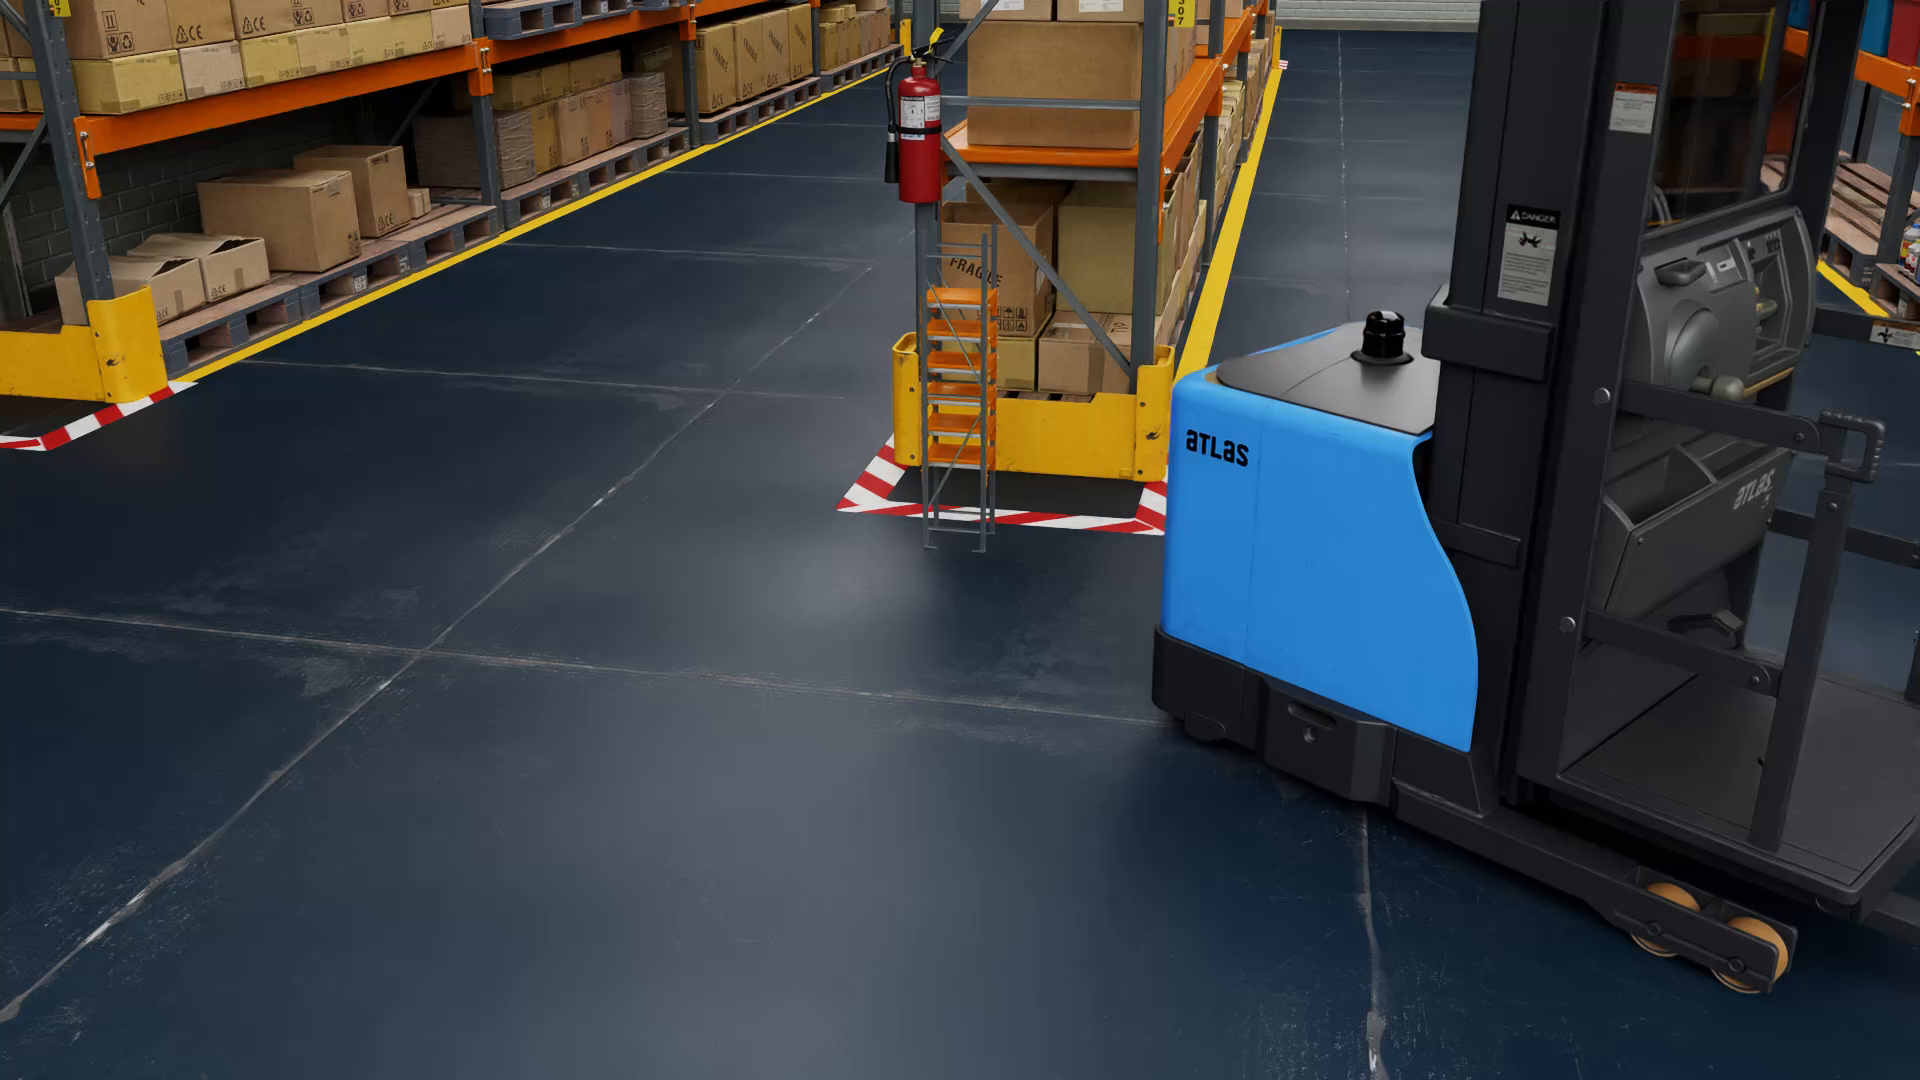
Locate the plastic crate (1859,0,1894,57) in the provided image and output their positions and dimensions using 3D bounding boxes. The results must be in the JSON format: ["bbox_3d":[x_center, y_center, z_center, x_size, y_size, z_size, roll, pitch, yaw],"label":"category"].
[{"bbox_3d":[5.900,-3.249,10.428,0.392,0.384,0.575,4,22,11],"label":"plastic crate"}]

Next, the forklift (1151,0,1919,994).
[{"bbox_3d":[1.959,-0.545,3.784,1.130,2.935,3.031,-20,29,-40],"label":"forklift"}]

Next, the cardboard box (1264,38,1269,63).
[{"bbox_3d":[3.486,-5.963,20.236,0.500,0.250,0.500,4,22,11],"label":"cardboard box"}]

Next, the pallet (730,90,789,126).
[{"bbox_3d":[-2.418,-4.482,17.199,1.003,0.211,1.213,4,22,11],"label":"pallet"}]

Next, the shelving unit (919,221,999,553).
[{"bbox_3d":[-0.003,-0.551,6.116,0.258,1.200,0.189,4,22,11],"label":"shelving unit"}]

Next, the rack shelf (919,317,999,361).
[{"bbox_3d":[-0.003,-0.733,6.043,0.258,0.103,0.180,4,22,11],"label":"rack shelf"}]

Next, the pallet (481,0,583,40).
[{"bbox_3d":[-3.421,-3.764,11.941,1.003,0.211,1.213,4,22,11],"label":"pallet"}]

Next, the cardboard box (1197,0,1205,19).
[{"bbox_3d":[1.411,-3.727,11.459,0.500,0.500,0.500,6,23,15],"label":"cardboard box"}]

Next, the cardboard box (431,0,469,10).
[{"bbox_3d":[-3.513,-3.676,10.636,0.500,0.500,0.500,4,22,11],"label":"cardboard box"}]

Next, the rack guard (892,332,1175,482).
[{"bbox_3d":[0.310,-0.577,7.118,1.175,0.500,0.348,4,22,11],"label":"rack guard"}]

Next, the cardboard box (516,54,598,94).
[{"bbox_3d":[-3.277,-3.781,13.479,0.500,0.250,0.500,4,22,11],"label":"cardboard box"}]

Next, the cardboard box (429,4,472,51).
[{"bbox_3d":[-3.520,-3.328,10.776,0.500,0.250,0.500,5,22,11],"label":"cardboard box"}]

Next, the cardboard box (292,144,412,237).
[{"bbox_3d":[-3.892,-2.247,10.674,0.500,0.500,0.500,3,22,7],"label":"cardboard box"}]

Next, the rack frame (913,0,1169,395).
[{"bbox_3d":[0.314,-1.746,6.673,1.000,3.000,0.127,4,22,11],"label":"rack frame"}]

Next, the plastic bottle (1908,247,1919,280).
[{"bbox_3d":[5.443,-1.578,9.413,0.097,0.201,0.097,0,22,0],"label":"plastic bottle"}]

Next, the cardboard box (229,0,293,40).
[{"bbox_3d":[-3.922,-2.930,8.783,0.500,0.500,0.500,4,22,9],"label":"cardboard box"}]

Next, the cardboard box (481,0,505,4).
[{"bbox_3d":[-3.582,-4.019,11.594,0.700,0.500,0.500,5,22,11],"label":"cardboard box"}]

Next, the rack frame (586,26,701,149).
[{"bbox_3d":[-2.903,-5.048,14.871,1.000,3.000,0.127,4,22,11],"label":"rack frame"}]

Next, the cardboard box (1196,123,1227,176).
[{"bbox_3d":[1.566,-2.703,11.417,0.500,0.311,0.500,4,22,10],"label":"cardboard box"}]

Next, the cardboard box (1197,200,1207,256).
[{"bbox_3d":[1.250,-1.942,10.278,0.500,0.250,0.500,4,22,11],"label":"cardboard box"}]

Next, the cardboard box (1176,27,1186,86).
[{"bbox_3d":[0.839,-2.715,8.947,0.700,0.500,0.500,5,22,12],"label":"cardboard box"}]

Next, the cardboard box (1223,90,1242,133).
[{"bbox_3d":[1.981,-3.450,13.272,0.500,0.311,0.500,4,22,10],"label":"cardboard box"}]

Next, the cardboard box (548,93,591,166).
[{"bbox_3d":[-3.386,-3.276,13.230,0.700,0.500,0.500,5,22,12],"label":"cardboard box"}]

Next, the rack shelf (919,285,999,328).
[{"bbox_3d":[-0.003,-0.844,5.998,0.258,0.103,0.180,4,22,11],"label":"rack shelf"}]

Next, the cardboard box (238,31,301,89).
[{"bbox_3d":[-3.924,-2.593,8.950,0.500,0.250,0.500,4,22,10],"label":"cardboard box"}]

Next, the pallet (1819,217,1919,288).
[{"bbox_3d":[6.101,-1.826,10.605,1.003,0.211,1.213,4,22,11],"label":"pallet"}]

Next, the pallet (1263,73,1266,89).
[{"bbox_3d":[2.904,-5.092,18.714,1.003,0.211,1.213,4,22,11],"label":"pallet"}]

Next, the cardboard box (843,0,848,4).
[{"bbox_3d":[-1.640,-6.830,21.213,0.380,0.149,0.250,5,22,11],"label":"cardboard box"}]

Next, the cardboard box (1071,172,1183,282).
[{"bbox_3d":[0.831,-1.559,8.323,0.500,0.500,0.500,4,22,11],"label":"cardboard box"}]

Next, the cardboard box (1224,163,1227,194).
[{"bbox_3d":[1.664,-2.633,11.994,0.500,0.250,0.500,4,22,9],"label":"cardboard box"}]

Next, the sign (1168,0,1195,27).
[{"bbox_3d":[0.857,-2.139,6.386,0.100,0.325,0.005,4,22,11],"label":"sign"}]

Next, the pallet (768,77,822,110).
[{"bbox_3d":[-2.171,-4.929,18.310,1.003,0.211,1.213,4,22,11],"label":"pallet"}]

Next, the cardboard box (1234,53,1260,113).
[{"bbox_3d":[2.630,-4.427,16.087,0.500,0.500,0.500,4,22,9],"label":"cardboard box"}]

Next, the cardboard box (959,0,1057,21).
[{"bbox_3d":[0.206,-2.247,6.916,0.380,0.149,0.250,4,22,10],"label":"cardboard box"}]

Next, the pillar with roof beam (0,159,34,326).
[{"bbox_3d":[-1.025,-4.898,6.471,9.100,9.000,0.400,4,22,11],"label":"pillar with roof beam"}]

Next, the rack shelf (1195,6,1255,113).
[{"bbox_3d":[1.539,-3.606,12.255,1.077,0.370,4.000,4,22,11],"label":"rack shelf"}]

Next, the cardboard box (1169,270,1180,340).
[{"bbox_3d":[0.843,-1.210,8.461,0.500,0.250,0.500,4,22,11],"label":"cardboard box"}]

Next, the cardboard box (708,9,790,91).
[{"bbox_3d":[-2.271,-5.135,17.404,0.750,0.750,0.750,5,23,13],"label":"cardboard box"}]

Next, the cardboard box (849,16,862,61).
[{"bbox_3d":[-1.622,-6.182,20.473,0.700,0.500,0.500,5,22,12],"label":"cardboard box"}]

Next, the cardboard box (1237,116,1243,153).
[{"bbox_3d":[2.078,-3.380,13.849,0.500,0.250,0.500,5,22,12],"label":"cardboard box"}]

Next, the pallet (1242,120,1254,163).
[{"bbox_3d":[2.136,-3.648,15.129,1.003,0.211,1.213,4,22,11],"label":"pallet"}]

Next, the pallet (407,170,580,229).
[{"bbox_3d":[-3.562,-2.576,12.467,1.003,0.211,1.213,4,22,11],"label":"pallet"}]

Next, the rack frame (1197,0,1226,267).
[{"bbox_3d":[1.131,-3.208,10.305,1.000,3.000,0.127,4,22,11],"label":"rack frame"}]

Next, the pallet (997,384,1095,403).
[{"bbox_3d":[0.429,-0.735,7.896,1.003,0.211,1.213,4,22,11],"label":"pallet"}]

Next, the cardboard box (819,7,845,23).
[{"bbox_3d":[-1.586,-6.224,19.707,0.380,0.149,0.250,5,23,13],"label":"cardboard box"}]

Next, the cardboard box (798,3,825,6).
[{"bbox_3d":[-1.847,-6.456,20.284,0.380,0.149,0.250,5,22,11],"label":"cardboard box"}]

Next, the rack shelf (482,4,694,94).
[{"bbox_3d":[-3.311,-3.982,13.190,1.077,0.370,4.000,4,22,11],"label":"rack shelf"}]

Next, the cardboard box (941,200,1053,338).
[{"bbox_3d":[0.133,-1.232,7.511,0.500,0.500,0.500,4,22,11],"label":"cardboard box"}]
